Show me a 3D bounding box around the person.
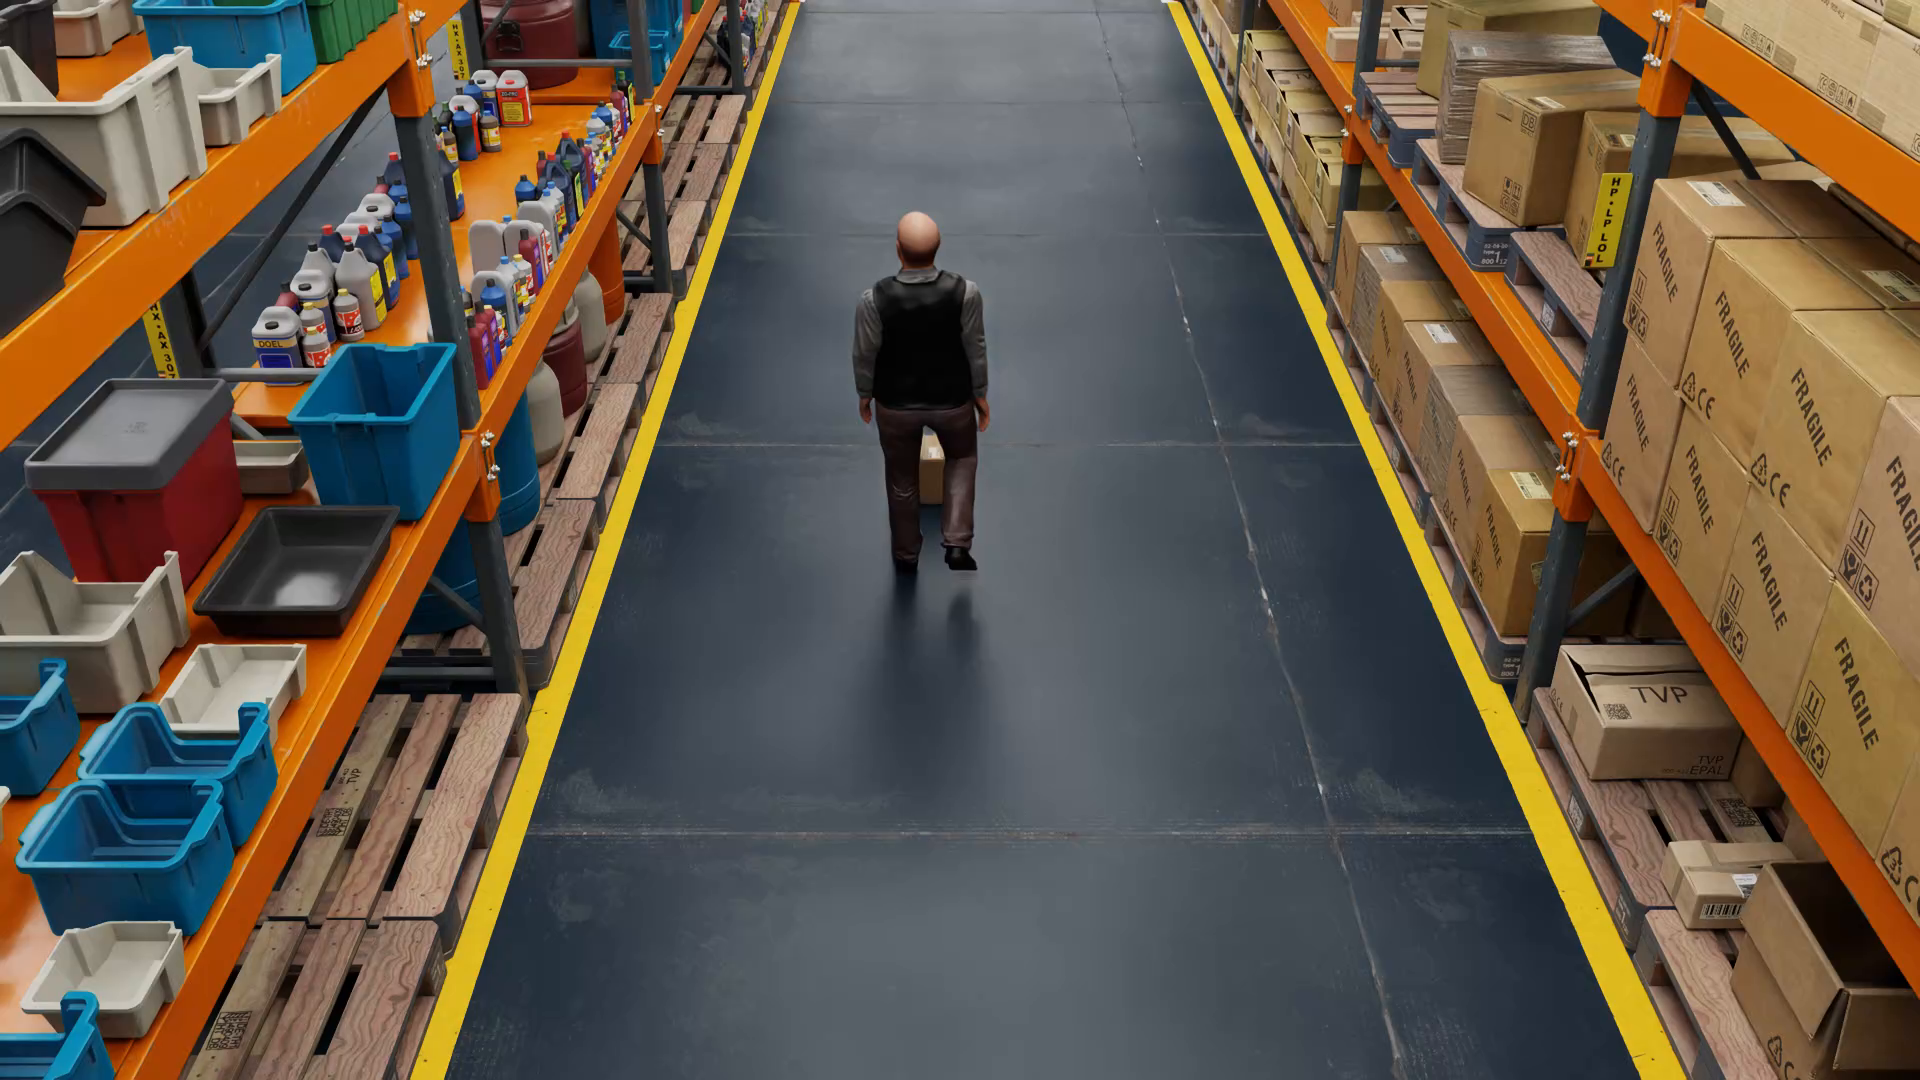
[{"bbox_3d":[-0.169,-0.620,7.128,0.577,1.720,0.508,-3,31,-4],"label":"person"}]
